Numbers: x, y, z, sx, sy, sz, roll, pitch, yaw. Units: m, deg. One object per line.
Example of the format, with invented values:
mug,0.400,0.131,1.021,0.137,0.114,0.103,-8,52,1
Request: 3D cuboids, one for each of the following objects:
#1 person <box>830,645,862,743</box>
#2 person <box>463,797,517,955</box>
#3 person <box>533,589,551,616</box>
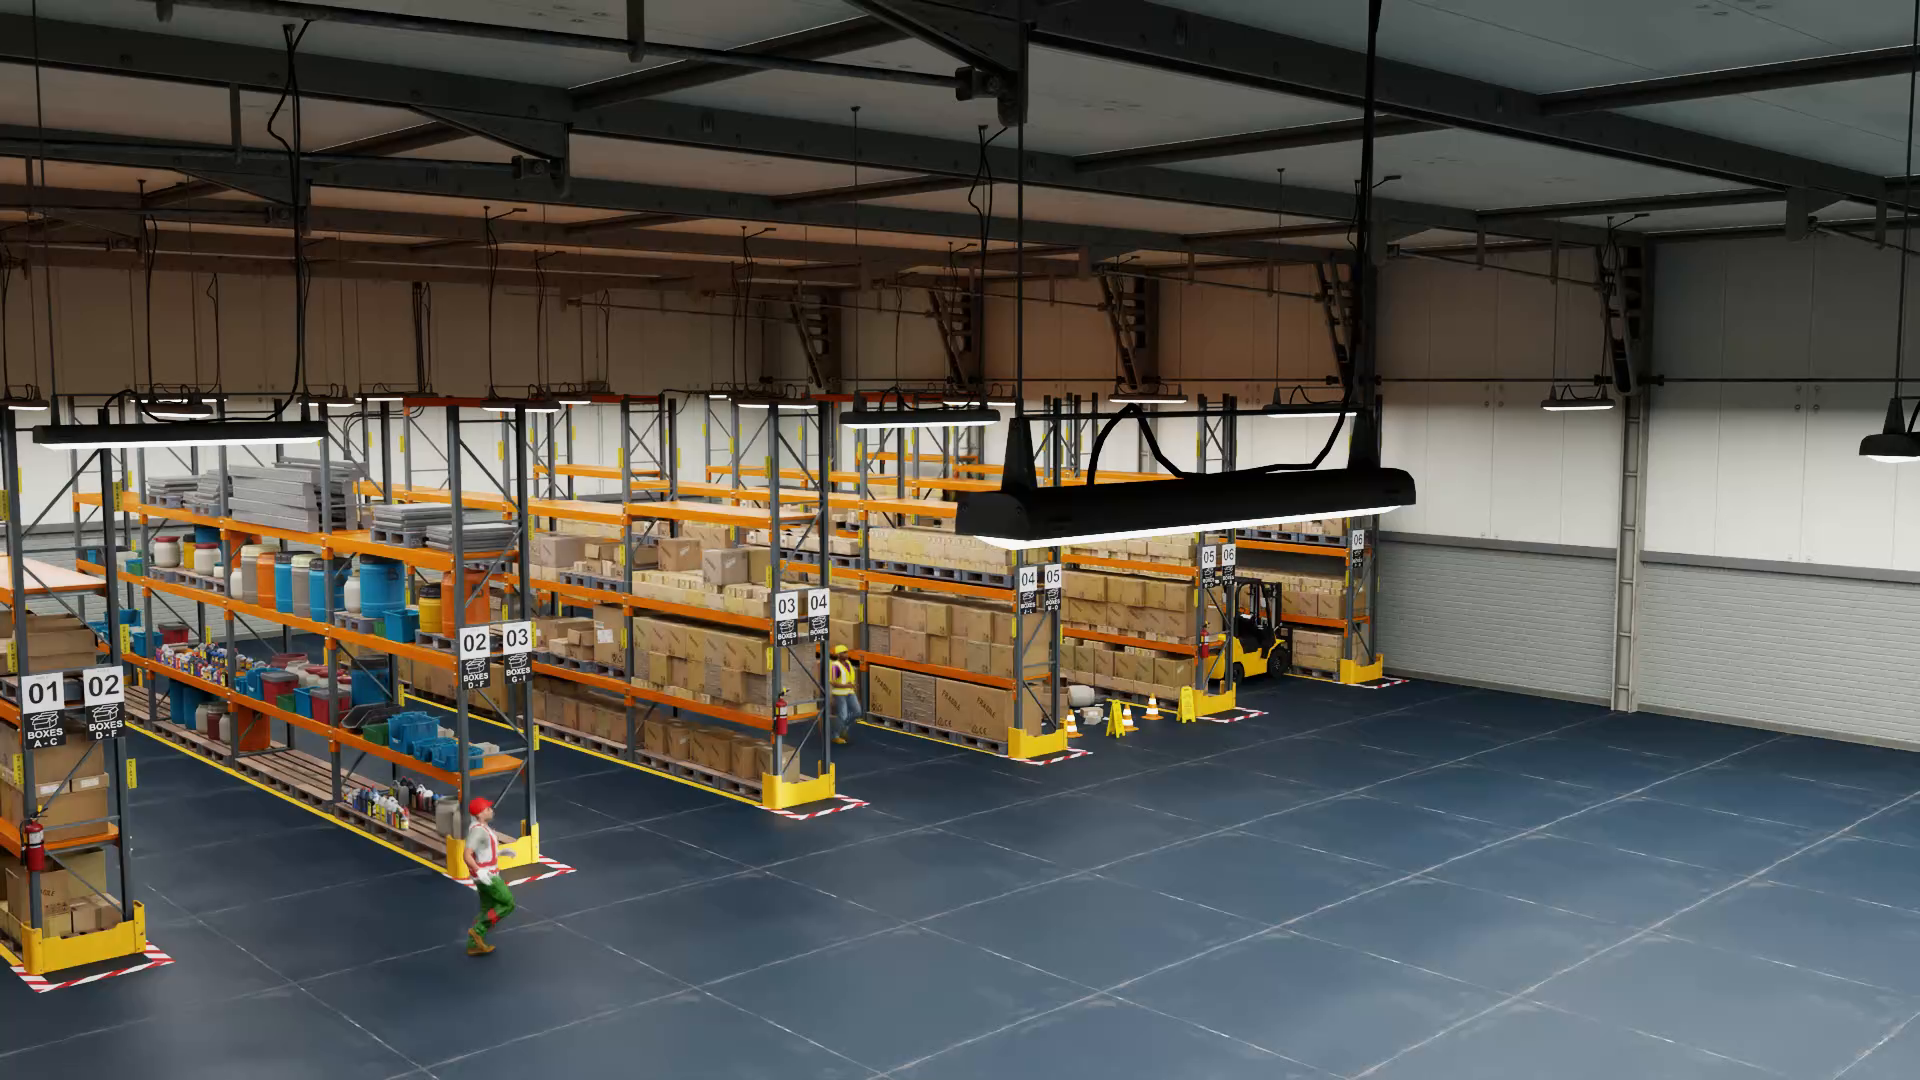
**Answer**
person,-1.983,2.639,28.839,0.623,1.661,0.685,4,7,36
person,-5.173,3.684,18.307,0.602,1.738,0.657,-2,6,-21
person,-10.183,1.530,40.942,0.624,1.698,0.670,-2,6,-19
